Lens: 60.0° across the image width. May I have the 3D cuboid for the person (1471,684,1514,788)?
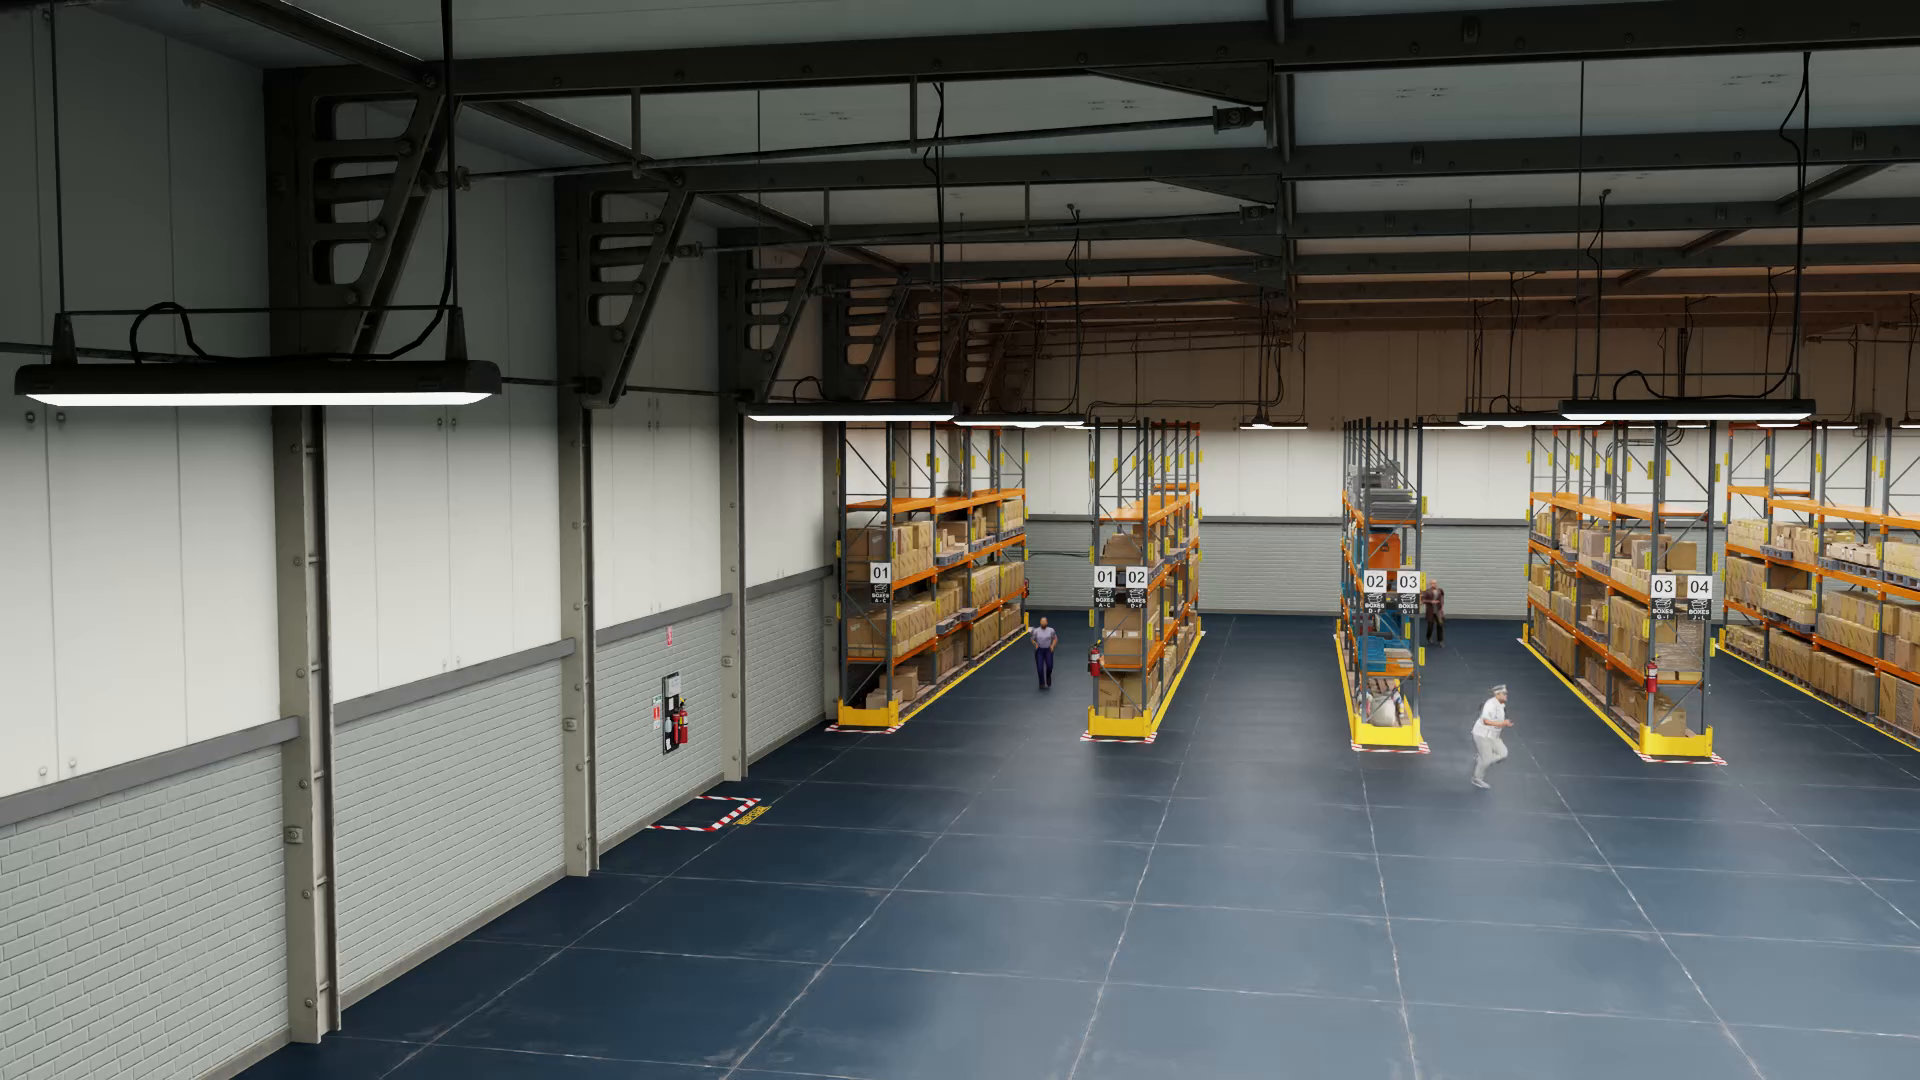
[{"bbox_3d":[8.566,3.153,26.711,0.718,1.709,0.648,4,5,44],"label":"person"}]

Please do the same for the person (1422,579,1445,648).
[{"bbox_3d":[12.660,1.949,44.518,0.652,1.827,0.955,0,4,3],"label":"person"}]

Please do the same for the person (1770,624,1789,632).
[{"bbox_3d":[21.947,2.009,44.786,0.645,1.586,0.845,-1,4,-18],"label":"person"}]

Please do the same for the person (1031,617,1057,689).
[{"bbox_3d":[1.871,2.517,37.015,0.598,1.601,0.554,0,4,1],"label":"person"}]
